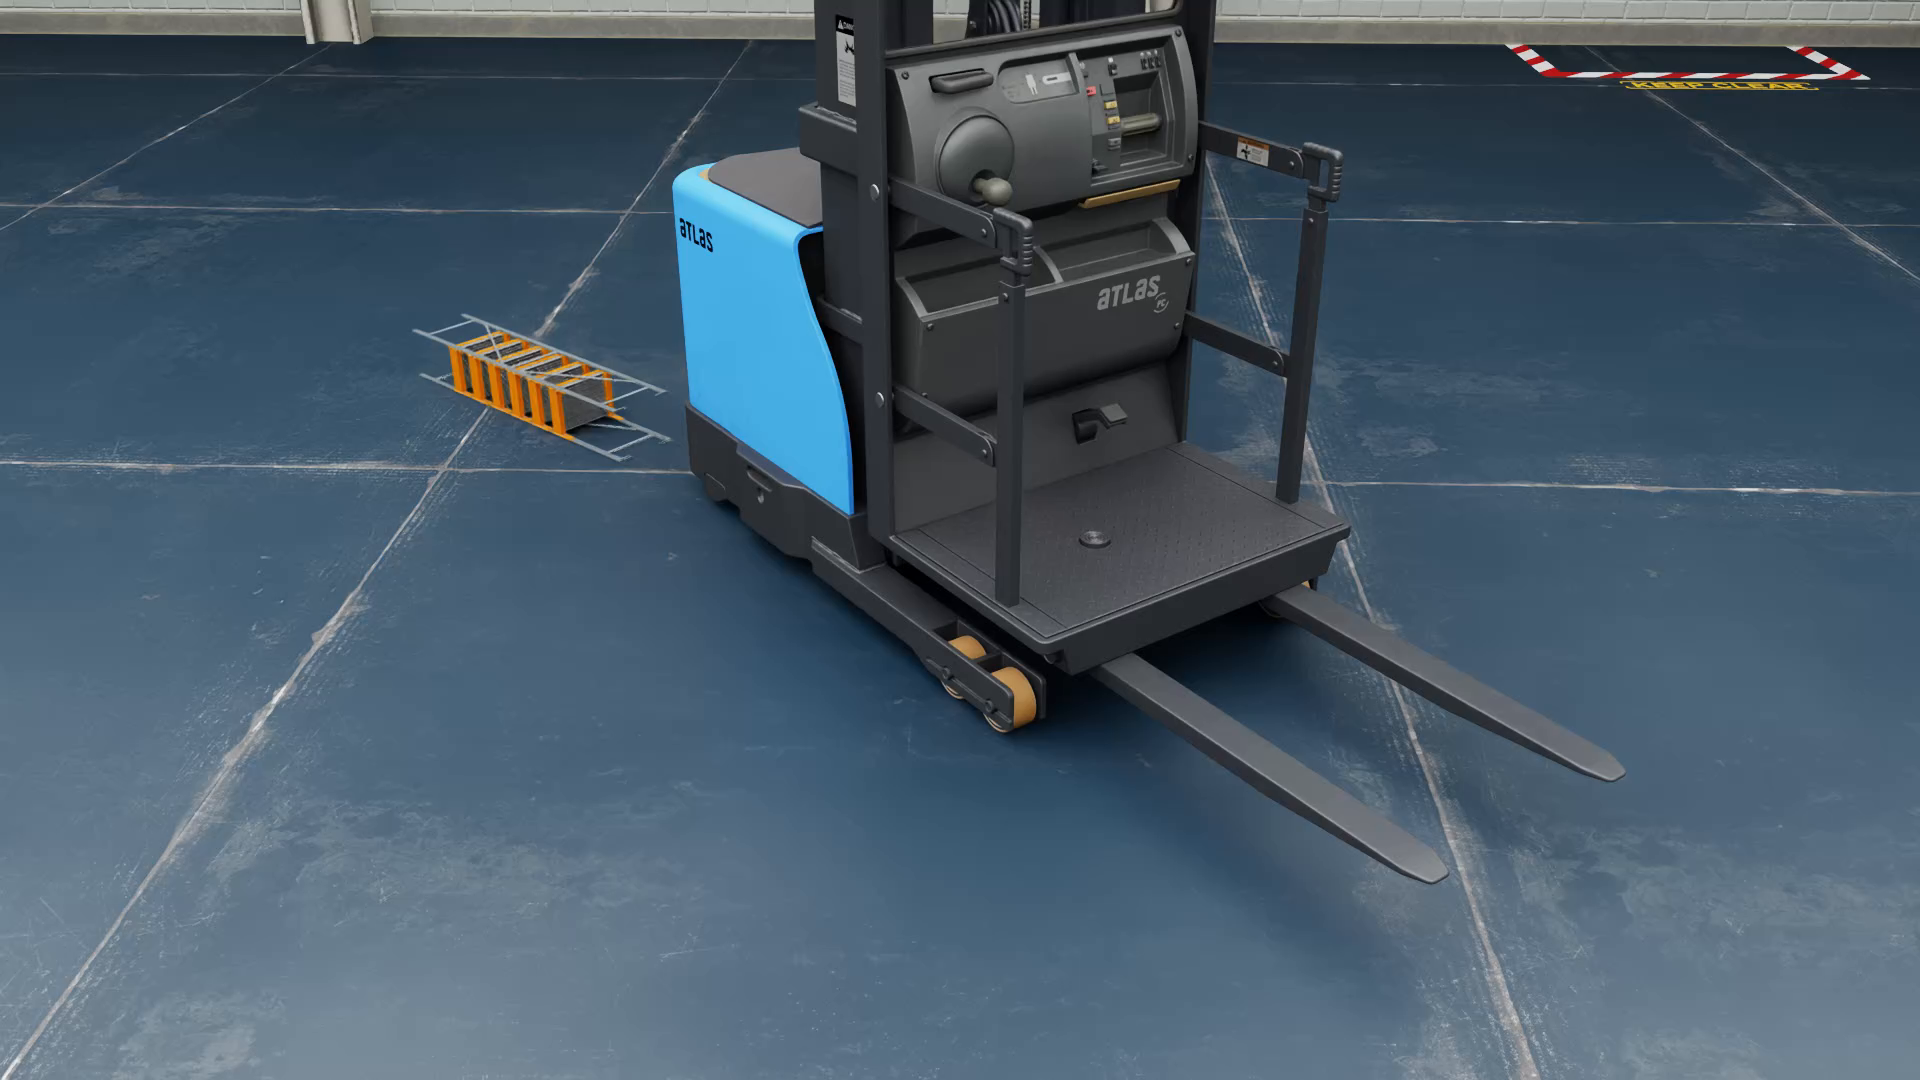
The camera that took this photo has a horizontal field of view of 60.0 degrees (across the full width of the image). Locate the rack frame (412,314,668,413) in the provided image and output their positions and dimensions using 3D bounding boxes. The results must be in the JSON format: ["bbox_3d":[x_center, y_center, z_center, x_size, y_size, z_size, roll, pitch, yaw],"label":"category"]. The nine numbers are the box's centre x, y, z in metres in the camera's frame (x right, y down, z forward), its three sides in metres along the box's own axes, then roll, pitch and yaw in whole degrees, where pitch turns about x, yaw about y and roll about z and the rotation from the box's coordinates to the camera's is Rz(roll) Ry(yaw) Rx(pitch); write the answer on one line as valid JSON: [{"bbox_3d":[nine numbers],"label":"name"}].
[{"bbox_3d":[-1.560,-0.659,6.092,1.200,0.006,0.240,22,35,35],"label":"rack frame"}]

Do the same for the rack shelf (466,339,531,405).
[{"bbox_3d":[-1.709,-0.638,6.246,0.103,0.180,0.258,22,35,35],"label":"rack shelf"}]

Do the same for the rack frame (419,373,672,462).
[{"bbox_3d":[-1.560,-0.498,6.177,1.200,0.006,0.240,22,35,35],"label":"rack frame"}]

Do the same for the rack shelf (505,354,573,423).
[{"bbox_3d":[-1.526,-0.565,6.109,0.103,0.180,0.258,22,35,35],"label":"rack shelf"}]

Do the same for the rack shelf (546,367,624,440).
[{"bbox_3d":[-1.343,-0.492,5.972,0.103,0.180,0.258,22,35,35],"label":"rack shelf"}]

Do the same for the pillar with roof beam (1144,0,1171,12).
[{"bbox_3d":[1.326,-5.517,6.050,0.400,9.000,9.100,1,28,2],"label":"pillar with roof beam"}]

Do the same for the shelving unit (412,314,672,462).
[{"bbox_3d":[-1.560,-0.578,6.134,1.200,0.189,0.258,22,35,35],"label":"shelving unit"}]

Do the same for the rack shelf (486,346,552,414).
[{"bbox_3d":[-1.617,-0.601,6.178,0.103,0.180,0.258,22,35,35],"label":"rack shelf"}]

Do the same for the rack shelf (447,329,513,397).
[{"bbox_3d":[-1.800,-0.674,6.315,0.103,0.180,0.258,22,35,35],"label":"rack shelf"}]

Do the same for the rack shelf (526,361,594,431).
[{"bbox_3d":[-1.435,-0.529,6.040,0.103,0.180,0.258,22,35,35],"label":"rack shelf"}]

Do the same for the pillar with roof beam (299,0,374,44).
[{"bbox_3d":[-4.671,-5.616,6.237,0.400,9.000,9.100,1,28,2],"label":"pillar with roof beam"}]

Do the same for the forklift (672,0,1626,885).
[{"bbox_3d":[0.365,-1.056,4.112,1.130,2.935,3.031,-19,33,-31],"label":"forklift"}]
